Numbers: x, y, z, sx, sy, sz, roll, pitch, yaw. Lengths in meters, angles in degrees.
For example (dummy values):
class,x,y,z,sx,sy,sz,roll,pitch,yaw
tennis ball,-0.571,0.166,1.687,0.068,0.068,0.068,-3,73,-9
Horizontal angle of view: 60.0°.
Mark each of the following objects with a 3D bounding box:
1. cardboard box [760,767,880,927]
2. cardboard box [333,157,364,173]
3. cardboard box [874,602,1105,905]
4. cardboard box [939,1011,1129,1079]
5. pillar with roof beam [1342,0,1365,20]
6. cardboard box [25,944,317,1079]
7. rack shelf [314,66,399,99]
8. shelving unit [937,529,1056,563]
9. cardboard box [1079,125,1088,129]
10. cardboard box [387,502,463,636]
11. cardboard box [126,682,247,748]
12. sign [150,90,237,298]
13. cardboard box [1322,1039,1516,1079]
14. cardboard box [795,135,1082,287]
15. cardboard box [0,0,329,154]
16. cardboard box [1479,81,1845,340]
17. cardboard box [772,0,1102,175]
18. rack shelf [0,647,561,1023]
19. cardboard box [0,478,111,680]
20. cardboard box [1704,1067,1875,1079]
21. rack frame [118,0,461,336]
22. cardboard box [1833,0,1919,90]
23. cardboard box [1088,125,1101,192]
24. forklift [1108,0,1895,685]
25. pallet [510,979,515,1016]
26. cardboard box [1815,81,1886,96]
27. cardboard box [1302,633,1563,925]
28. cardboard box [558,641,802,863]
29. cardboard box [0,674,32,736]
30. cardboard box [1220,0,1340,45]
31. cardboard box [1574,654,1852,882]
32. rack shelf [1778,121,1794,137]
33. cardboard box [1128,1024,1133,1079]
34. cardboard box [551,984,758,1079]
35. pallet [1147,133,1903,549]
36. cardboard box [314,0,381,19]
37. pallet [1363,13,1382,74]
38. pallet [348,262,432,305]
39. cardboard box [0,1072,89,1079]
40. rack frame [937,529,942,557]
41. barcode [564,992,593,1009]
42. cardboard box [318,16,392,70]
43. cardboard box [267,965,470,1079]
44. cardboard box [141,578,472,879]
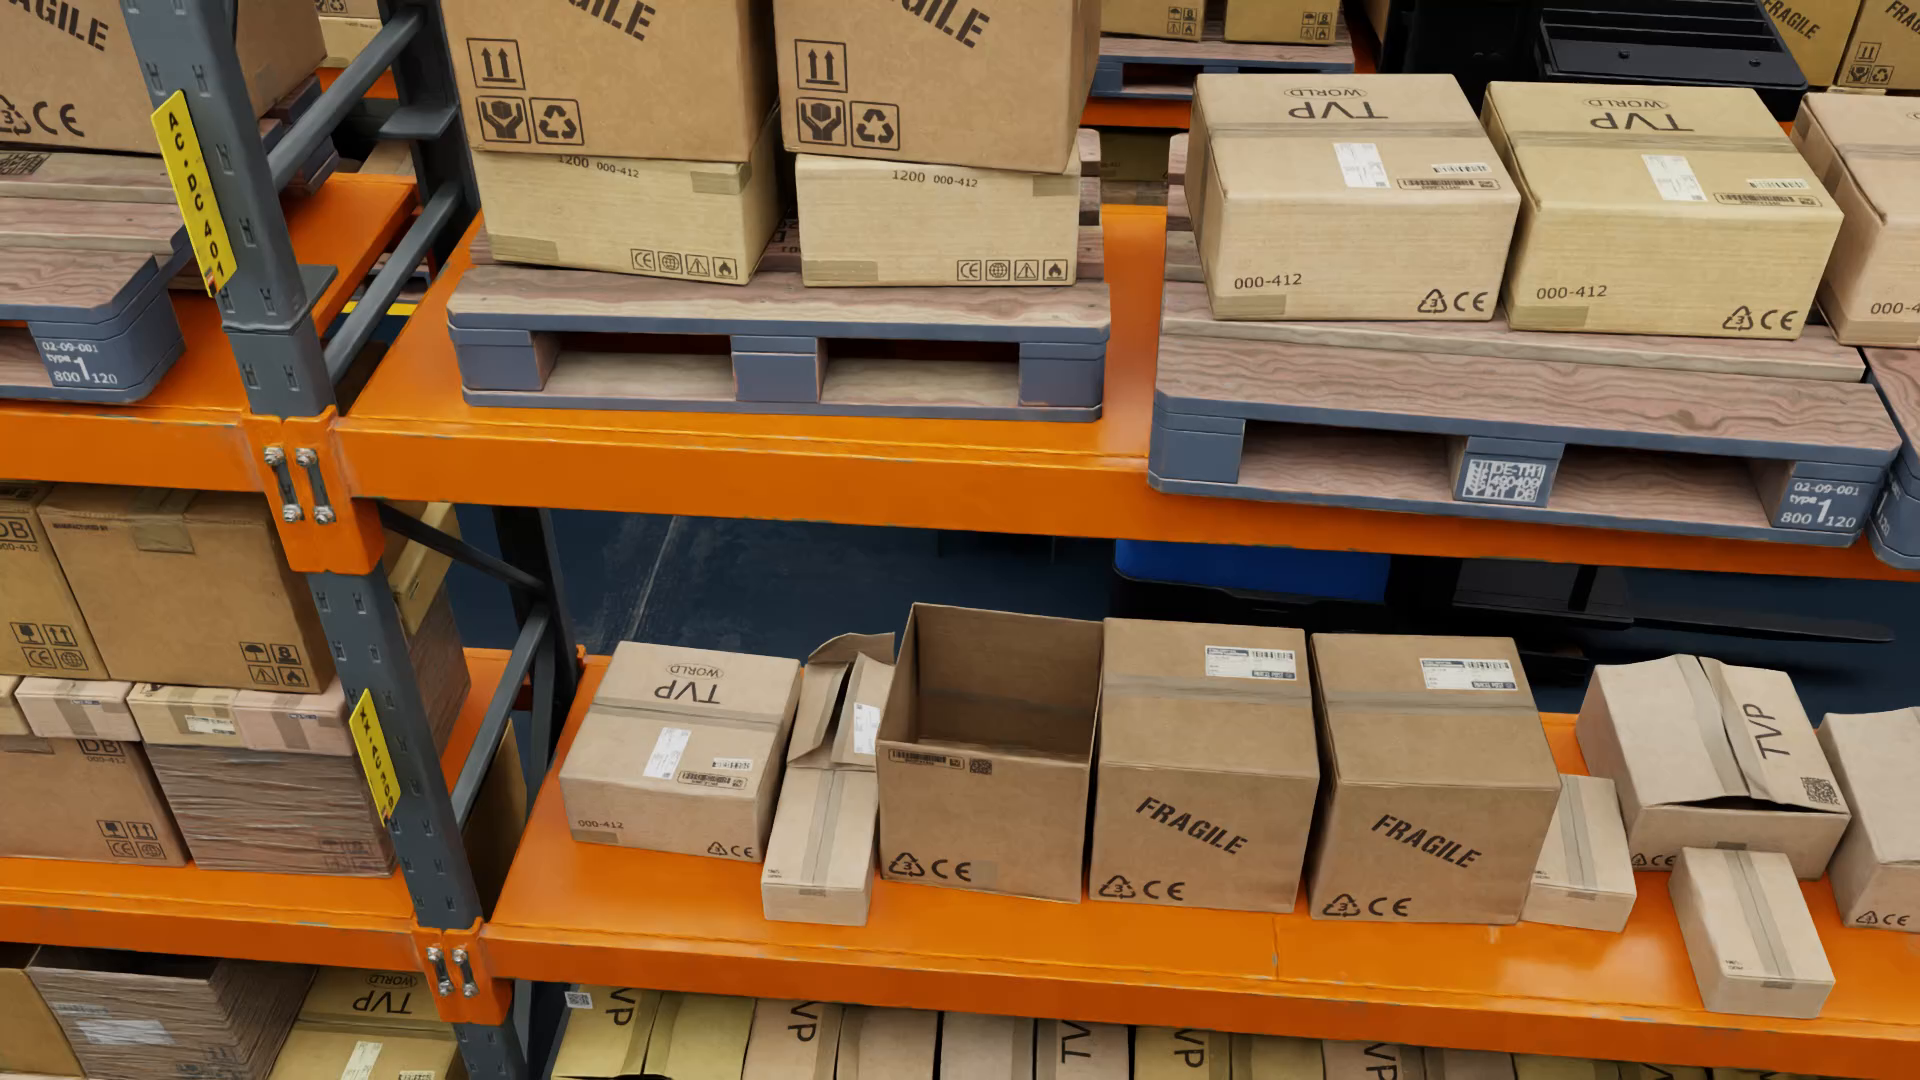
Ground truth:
class,x,y,z,sx,sy,sz,roll,pitch,yaw
cardboard box,-0.336,0.759,4.141,0.250,0.149,0.380,3,39,4
cardboard box,-3.513,-1.852,8.930,0.500,0.311,0.500,6,40,8
cardboard box,0.088,0.526,4.148,0.500,0.500,0.500,6,40,7
cardboard box,0.203,1.408,4.546,0.500,0.311,0.500,2,39,2
pillar with roof beam,1.616,-2.647,3.374,0.400,9.000,9.100,3,39,4
cardboard box,-2.179,1.175,4.682,0.500,0.500,0.500,3,39,4
rack shelf,-2.770,-2.461,8.467,4.000,0.370,1.077,3,39,4
shelving unit,0.165,-0.456,6.860,0.503,1.200,0.258,3,39,4
cardboard box,0.396,-2.072,8.457,0.500,0.250,0.500,2,39,3
cardboard box,-1.452,0.058,4.210,0.250,0.149,0.380,3,39,4
cardboard box,-1.737,0.299,3.913,0.250,0.149,0.380,2,39,3
sign,-1.247,-0.561,2.715,0.005,0.325,0.100,3,39,4
cardboard box,1.220,1.461,4.480,0.500,0.311,0.500,3,39,4
cardboard box,-0.041,-0.716,3.163,0.500,0.250,0.500,0,39,-1
cardboard box,-1.680,-1.128,3.361,0.500,0.500,0.500,6,40,8
cardboard box,1.234,-0.611,3.034,0.500,0.250,0.500,2,39,3
cardboard box,-0.021,-1.000,2.918,0.500,0.500,0.500,7,40,8
rack shelf,-3.194,0.655,4.640,4.000,0.370,1.077,3,39,4
cardboard box,-2.147,-0.104,3.895,0.500,0.500,0.700,3,39,4
cardboard box,2.241,1.515,4.414,0.500,0.311,0.500,4,39,5
rack frame,-1.201,-1.842,2.385,0.127,3.000,1.000,3,39,4
cardboard box,4.191,-2.353,7.435,0.500,0.500,0.500,4,39,5
cardboard box,0.477,-1.806,8.725,0.500,0.500,0.700,2,39,3
forklift,2.168,-0.929,6.069,3.031,2.935,1.130,5,39,7
pallet,-1.990,1.496,5.245,1.213,0.211,1.003,3,39,4
cardboard box,4.024,-2.073,7.604,0.250,0.149,0.380,4,39,5
cardboard box,1.111,0.582,4.079,0.500,0.500,0.500,1,39,1
cardboard box,-0.707,0.542,4.327,0.500,0.250,0.500,5,39,7
cardboard box,-2.259,0.273,3.946,0.250,0.149,0.380,3,39,4
cardboard box,1.495,-2.696,7.758,0.500,0.500,0.700,3,39,4
cardboard box,1.910,0.566,4.249,0.500,0.311,0.500,3,39,3
rack shelf,5.200,-2.025,7.932,4.000,0.370,1.077,3,39,4
cardboard box,0.712,1.649,4.693,0.500,0.250,0.500,4,39,5
cardboard box,-0.811,1.350,4.617,0.500,0.311,0.500,3,39,4
pallet,0.986,-0.428,3.173,1.213,0.211,1.003,5,39,6
cardboard box,-2.792,-2.789,7.809,0.500,0.500,0.500,4,39,5
pallet,2.489,-2.311,7.865,1.003,0.211,1.213,3,39,4
pallet,-2.668,-1.629,9.084,1.213,0.211,1.003,3,39,4
cardboard box,-2.679,1.449,4.939,0.500,0.250,0.500,3,39,4
rack frame,-0.078,-0.470,6.876,0.015,1.200,0.240,3,39,4
barcode,-0.983,1.187,4.287,0.075,0.075,0.001,3,39,4
cardboard box,-2.775,-2.493,8.039,0.500,0.250,0.500,3,39,4
cardboard box,-1.682,1.500,4.876,0.500,0.250,0.500,3,39,4
cardboard box,-1.644,0.425,4.272,0.500,0.500,0.700,2,39,3
